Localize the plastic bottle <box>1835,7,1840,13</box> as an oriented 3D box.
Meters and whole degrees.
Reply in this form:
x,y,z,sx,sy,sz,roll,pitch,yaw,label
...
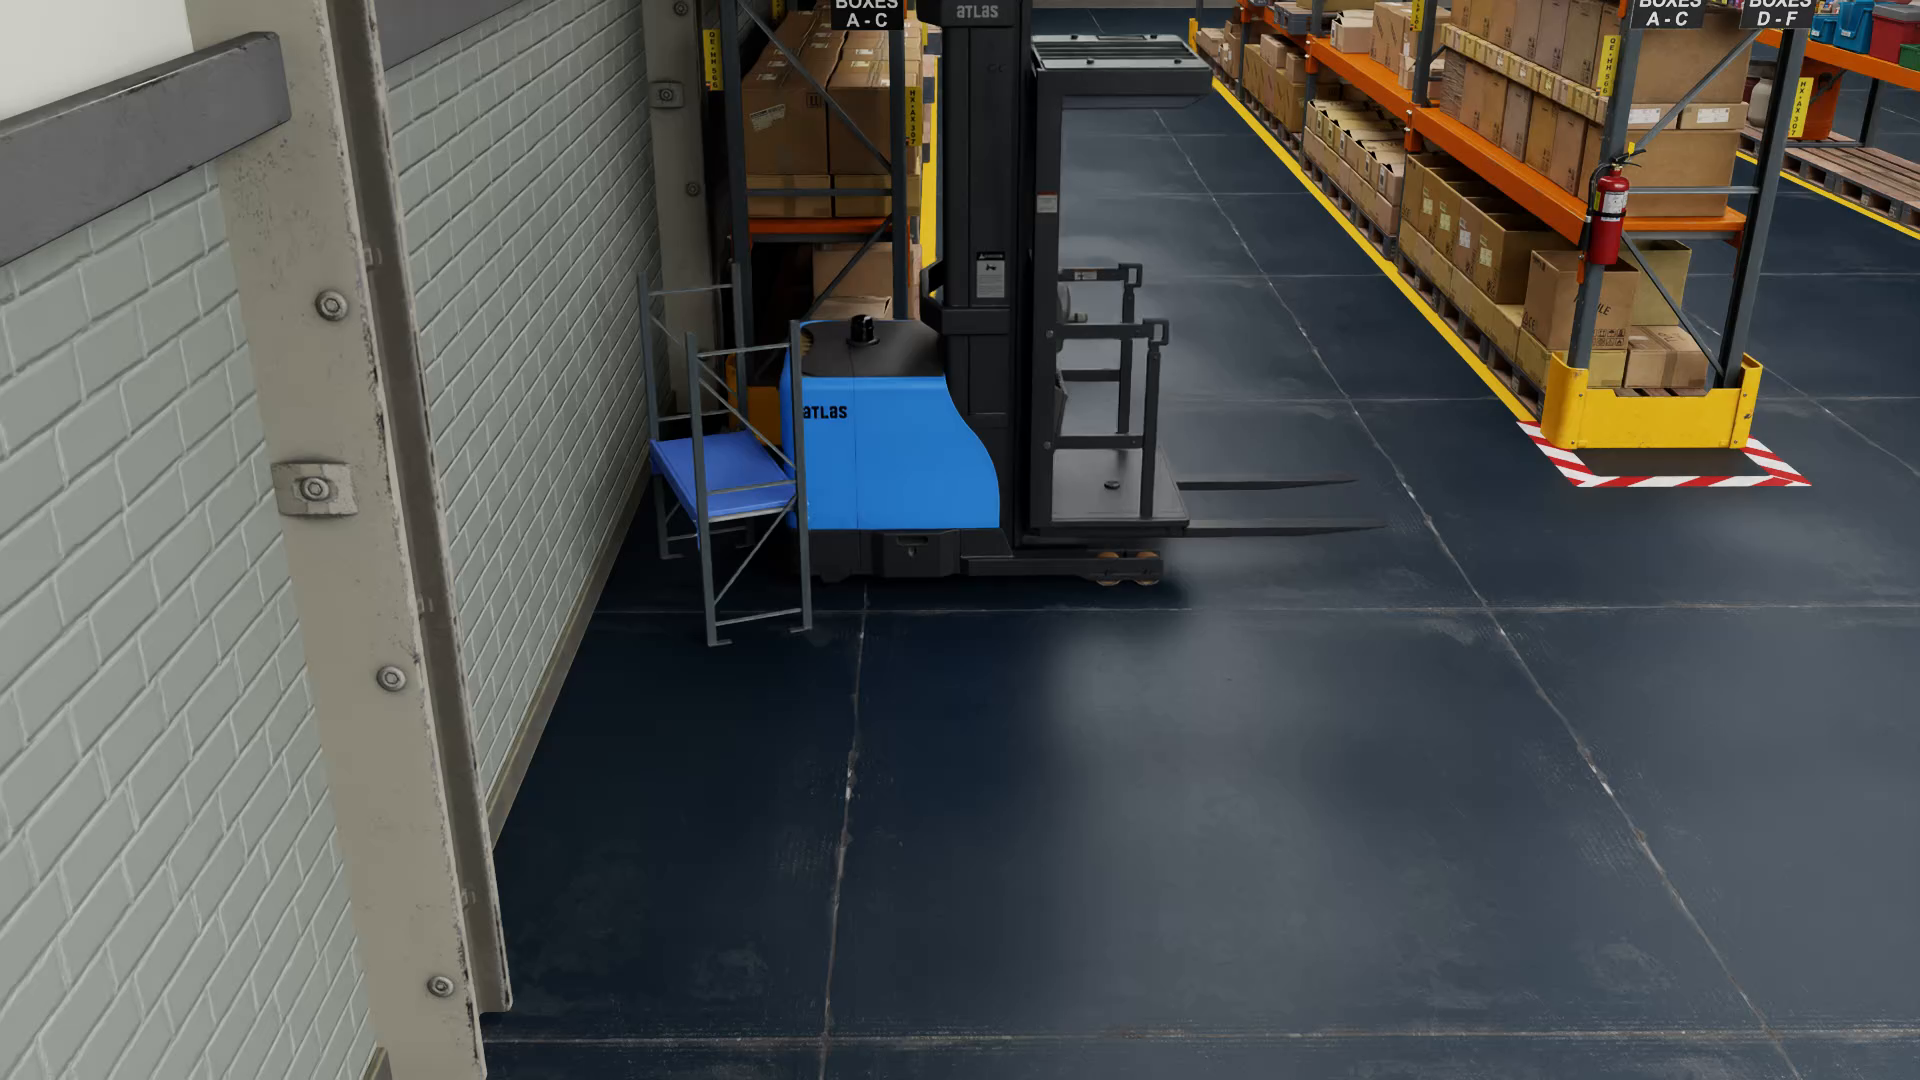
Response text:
x,y,z,sx,sy,sz,roll,pitch,yaw,label
9.182,-5.435,17.277,0.152,0.276,0.135,0,24,-1,plastic bottle

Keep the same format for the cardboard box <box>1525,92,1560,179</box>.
x,y,z,sx,sy,sz,roll,pitch,yaw,label
4.147,-2.654,10.857,0.700,0.500,0.500,0,24,0,cardboard box

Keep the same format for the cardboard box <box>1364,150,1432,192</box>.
x,y,z,sx,sy,sz,roll,pitch,yaw,label
3.803,-3.217,14.370,0.500,0.311,0.500,0,24,1,cardboard box

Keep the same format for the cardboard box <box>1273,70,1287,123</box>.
x,y,z,sx,sy,sz,roll,pitch,yaw,label
3.812,-4.951,18.556,0.500,0.500,0.500,-1,24,-2,cardboard box

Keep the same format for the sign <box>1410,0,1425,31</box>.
x,y,z,sx,sy,sz,roll,pitch,yaw,label
3.563,-4.128,12.929,0.100,0.325,0.005,0,24,-1,sign

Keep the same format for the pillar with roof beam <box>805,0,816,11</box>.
x,y,z,sx,sy,sz,roll,pitch,yaw,label
2.497,-9.953,19.838,9.100,9.000,0.400,0,24,-1,pillar with roof beam

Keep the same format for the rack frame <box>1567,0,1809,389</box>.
x,y,z,sx,sy,sz,roll,pitch,yaw,label
4.149,-1.995,9.521,1.000,3.000,0.127,0,24,-1,rack frame

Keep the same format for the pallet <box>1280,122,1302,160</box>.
x,y,z,sx,sy,sz,roll,pitch,yaw,label
4.092,-4.329,18.065,1.003,0.211,1.213,0,24,-1,pallet

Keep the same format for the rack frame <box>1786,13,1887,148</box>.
x,y,z,sx,sy,sz,roll,pitch,yaw,label
9.015,-5.312,16.856,1.000,3.000,0.127,0,24,-1,rack frame

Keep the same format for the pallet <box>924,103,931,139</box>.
x,y,z,sx,sy,sz,roll,pitch,yaw,label
-0.835,-4.824,19.160,1.003,0.211,1.213,0,24,-1,pallet

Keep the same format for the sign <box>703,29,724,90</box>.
x,y,z,sx,sy,sz,roll,pitch,yaw,label
-1.359,-2.649,9.178,0.100,0.325,0.005,0,24,-1,sign

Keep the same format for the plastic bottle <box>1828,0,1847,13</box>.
x,y,z,sx,sy,sz,roll,pitch,yaw,label
9.329,-5.626,17.701,0.152,0.276,0.135,0,24,-1,plastic bottle

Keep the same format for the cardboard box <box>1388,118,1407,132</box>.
x,y,z,sx,sy,sz,roll,pitch,yaw,label
4.329,-3.849,15.767,0.500,0.311,0.500,0,24,-1,cardboard box

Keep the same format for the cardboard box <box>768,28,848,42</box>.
x,y,z,sx,sy,sz,roll,pitch,yaw,label
-1.050,-3.289,11.630,0.500,0.500,0.500,0,24,1,cardboard box

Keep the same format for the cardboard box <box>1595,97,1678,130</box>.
x,y,z,sx,sy,sz,roll,pitch,yaw,label
3.955,-2.493,9.713,0.380,0.149,0.250,-1,24,-1,cardboard box

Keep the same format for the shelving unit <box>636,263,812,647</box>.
x,y,z,sx,sy,sz,roll,pitch,yaw,label
-1.120,-0.429,7.878,0.538,1.500,1.048,-9,26,-20,shelving unit

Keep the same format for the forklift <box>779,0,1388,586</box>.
x,y,z,sx,sy,sz,roll,pitch,yaw,label
0.632,-1.326,8.125,3.031,2.935,1.130,-1,24,-1,forklift

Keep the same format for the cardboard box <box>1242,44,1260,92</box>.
x,y,z,sx,sy,sz,roll,pitch,yaw,label
3.780,-5.801,20.436,0.500,0.500,0.500,-1,24,-3,cardboard box

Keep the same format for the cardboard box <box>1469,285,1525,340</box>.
x,y,z,sx,sy,sz,roll,pitch,yaw,label
3.823,-1.565,11.398,0.500,0.250,0.500,0,24,-1,cardboard box

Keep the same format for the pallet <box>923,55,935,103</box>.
x,y,z,sx,sy,sz,roll,pitch,yaw,label
-0.711,-3.848,13.850,1.003,0.211,1.213,0,24,-1,pallet

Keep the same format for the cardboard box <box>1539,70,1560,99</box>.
x,y,z,sx,sy,sz,roll,pitch,yaw,label
3.944,-2.918,10.653,0.380,0.149,0.250,0,24,1,cardboard box

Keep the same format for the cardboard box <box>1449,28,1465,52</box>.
x,y,z,sx,sy,sz,roll,pitch,yaw,label
3.918,-3.770,12.536,0.380,0.149,0.250,0,24,0,cardboard box

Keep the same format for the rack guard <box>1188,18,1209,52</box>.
x,y,z,sx,sy,sz,roll,pitch,yaw,label
3.976,-7.418,24.545,1.175,0.500,0.348,0,24,-1,rack guard

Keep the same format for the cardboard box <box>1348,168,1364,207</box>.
x,y,z,sx,sy,sz,roll,pitch,yaw,label
3.802,-3.171,14.948,0.500,0.250,0.500,0,24,1,cardboard box

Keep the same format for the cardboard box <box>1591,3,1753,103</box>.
x,y,z,sx,sy,sz,roll,pitch,yaw,label
4.156,-2.846,9.707,0.700,0.500,0.500,0,24,0,cardboard box

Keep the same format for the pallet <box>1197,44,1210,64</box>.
x,y,z,sx,sy,sz,roll,pitch,yaw,label
3.985,-6.958,23.878,1.003,0.211,1.213,0,24,-1,pallet

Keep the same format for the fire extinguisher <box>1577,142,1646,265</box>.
x,y,z,sx,sy,sz,roll,pitch,yaw,label
3.686,-1.909,9.425,0.296,0.674,0.183,0,24,-1,fire extinguisher

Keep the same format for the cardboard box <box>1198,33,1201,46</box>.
x,y,z,sx,sy,sz,roll,pitch,yaw,label
3.638,-7.221,23.979,0.380,0.166,0.250,0,24,-1,cardboard box

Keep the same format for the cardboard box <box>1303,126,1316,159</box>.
x,y,z,sx,sy,sz,roll,pitch,yaw,label
3.774,-4.013,16.810,0.500,0.250,0.500,0,24,-1,cardboard box

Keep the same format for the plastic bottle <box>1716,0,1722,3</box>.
x,y,z,sx,sy,sz,roll,pitch,yaw,label
8.608,-6.123,18.707,0.144,0.351,0.185,0,24,-1,plastic bottle

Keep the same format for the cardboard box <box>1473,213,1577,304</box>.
x,y,z,sx,sy,sz,roll,pitch,yaw,label
3.820,-1.907,11.244,0.500,0.500,0.500,0,24,-1,cardboard box

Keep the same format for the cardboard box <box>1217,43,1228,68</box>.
x,y,z,sx,sy,sz,roll,pitch,yaw,label
3.720,-6.458,22.117,0.500,0.311,0.500,0,24,-1,cardboard box

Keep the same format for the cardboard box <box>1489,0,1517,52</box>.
x,y,z,sx,sy,sz,roll,pitch,yaw,label
4.128,-3.683,11.557,0.700,0.500,0.500,0,24,-1,cardboard box

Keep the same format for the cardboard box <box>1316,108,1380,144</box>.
x,y,z,sx,sy,sz,roll,pitch,yaw,label
3.788,-4.052,16.216,0.500,0.311,0.500,-1,24,-2,cardboard box

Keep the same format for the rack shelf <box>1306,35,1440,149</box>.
x,y,z,sx,sy,sz,roll,pitch,yaw,label
4.084,-4.140,15.136,1.077,0.370,4.000,0,24,-1,rack shelf

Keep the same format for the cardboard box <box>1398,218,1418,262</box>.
x,y,z,sx,sy,sz,roll,pitch,yaw,label
3.808,-2.389,13.220,0.500,0.250,0.500,0,24,-1,cardboard box

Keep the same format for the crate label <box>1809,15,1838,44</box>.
x,y,z,sx,sy,sz,roll,pitch,yaw,label
8.645,-5.061,16.503,0.303,0.233,0.416,0,24,-1,crate label

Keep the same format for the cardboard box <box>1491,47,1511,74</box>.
x,y,z,sx,sy,sz,roll,pitch,yaw,label
3.933,-3.342,11.591,0.380,0.149,0.250,-1,24,-2,cardboard box

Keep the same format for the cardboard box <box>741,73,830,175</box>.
x,y,z,sx,sy,sz,roll,pitch,yaw,label
-1.022,-2.447,9.768,0.500,0.500,0.500,-1,24,-1,cardboard box

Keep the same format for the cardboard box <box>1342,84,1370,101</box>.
x,y,z,sx,sy,sz,roll,pitch,yaw,label
4.343,-4.542,17.652,0.500,0.500,0.500,1,24,2,cardboard box

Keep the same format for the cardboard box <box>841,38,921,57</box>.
x,y,z,sx,sy,sz,roll,pitch,yaw,label
-0.521,-3.081,11.170,0.500,0.500,0.500,0,24,1,cardboard box

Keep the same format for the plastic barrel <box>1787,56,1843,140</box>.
x,y,z,sx,sy,sz,roll,pitch,yaw,label
8.993,-4.716,17.662,0.600,0.830,0.708,0,24,-1,plastic barrel

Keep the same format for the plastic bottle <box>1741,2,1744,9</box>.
x,y,z,sx,sy,sz,roll,pitch,yaw,label
8.591,-5.810,18.198,0.097,0.201,0.097,0,24,0,plastic bottle

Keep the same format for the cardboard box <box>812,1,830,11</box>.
x,y,z,sx,sy,sz,roll,pitch,yaw,label
-0.819,-4.075,13.466,0.700,0.500,0.500,0,24,0,cardboard box

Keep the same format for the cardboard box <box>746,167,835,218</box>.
x,y,z,sx,sy,sz,roll,pitch,yaw,label
-1.003,-2.104,9.920,0.500,0.250,0.500,0,24,0,cardboard box

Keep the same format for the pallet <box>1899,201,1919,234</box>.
x,y,z,sx,sy,sz,roll,pitch,yaw,label
9.011,-2.717,14.501,1.003,0.211,1.213,0,24,-1,pallet

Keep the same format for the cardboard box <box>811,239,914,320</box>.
x,y,z,sx,sy,sz,roll,pitch,yaw,label
-0.686,-1.856,11.713,0.700,0.500,0.500,-2,24,-4,cardboard box

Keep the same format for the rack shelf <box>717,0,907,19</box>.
x,y,z,sx,sy,sz,roll,pitch,yaw,label
-0.826,-3.834,10.821,1.077,0.370,4.000,0,24,-1,rack shelf

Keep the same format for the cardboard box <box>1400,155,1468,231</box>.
x,y,z,sx,sy,sz,roll,pitch,yaw,label
3.798,-2.731,13.066,0.500,0.500,0.500,0,24,-1,cardboard box

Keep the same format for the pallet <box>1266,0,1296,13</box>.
x,y,z,sx,sy,sz,roll,pitch,yaw,label
4.036,-6.006,18.621,1.003,0.211,1.213,0,24,-1,pallet

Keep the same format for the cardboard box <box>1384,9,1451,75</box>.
x,y,z,sx,sy,sz,roll,pitch,yaw,label
4.102,-4.429,14.781,0.500,0.500,0.500,0,24,0,cardboard box

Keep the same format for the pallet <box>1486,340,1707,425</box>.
x,y,z,sx,sy,sz,roll,pitch,yaw,label
4.099,-1.040,10.792,1.003,0.211,1.213,0,24,-1,pallet

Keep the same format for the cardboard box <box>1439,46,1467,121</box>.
x,y,z,sx,sy,sz,roll,pitch,yaw,label
4.117,-3.506,12.741,0.700,0.500,0.500,-1,24,-2,cardboard box
